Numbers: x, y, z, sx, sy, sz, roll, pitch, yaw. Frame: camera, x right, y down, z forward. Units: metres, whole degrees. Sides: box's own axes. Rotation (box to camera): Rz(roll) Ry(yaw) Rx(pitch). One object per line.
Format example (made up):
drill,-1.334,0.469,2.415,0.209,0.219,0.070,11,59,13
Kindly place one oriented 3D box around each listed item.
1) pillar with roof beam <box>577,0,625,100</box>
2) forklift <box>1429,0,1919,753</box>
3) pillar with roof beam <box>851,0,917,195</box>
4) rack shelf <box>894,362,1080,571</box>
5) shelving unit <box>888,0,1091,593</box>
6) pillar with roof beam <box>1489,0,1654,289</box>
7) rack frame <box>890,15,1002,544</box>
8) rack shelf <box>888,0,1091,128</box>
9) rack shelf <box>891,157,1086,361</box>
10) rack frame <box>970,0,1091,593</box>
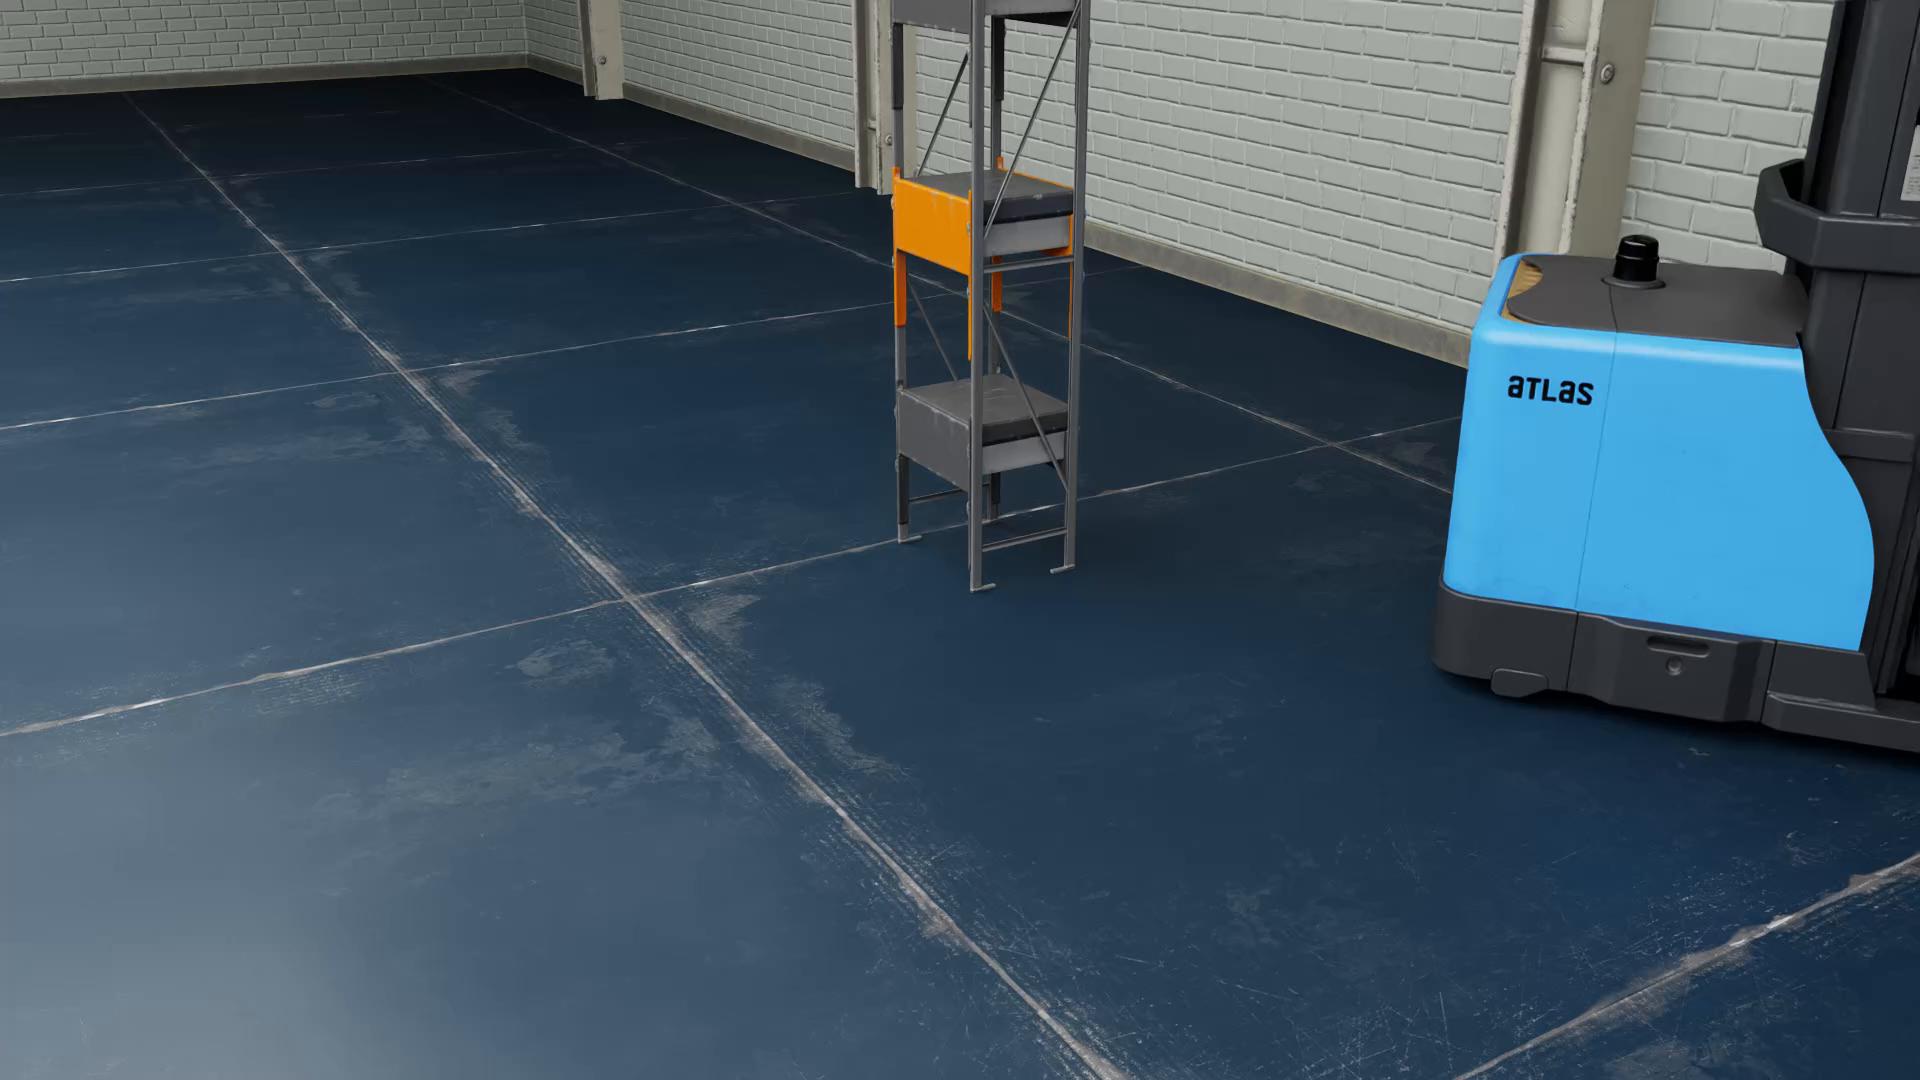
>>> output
pillar with roof beam,-7.302,-7.841,13.151,9.100,9.000,0.400,-13,25,-28
forklift,2.920,-0.899,4.131,3.031,2.935,1.130,8,24,20
pillar with roof beam,-4.237,-5.898,8.372,9.100,9.000,0.400,-13,25,-28
rack shelf,0.085,-0.258,5.553,0.431,0.518,0.480,-13,25,-28
shelving unit,0.085,-0.919,5.284,0.431,2.100,0.503,-13,25,-28
pillar with roof beam,-1.172,-3.956,3.594,9.100,9.000,0.400,-13,25,-28
rack frame,-0.040,-0.998,5.479,0.400,2.100,0.015,-13,25,-28
rack shelf,0.085,-1.555,5.026,0.431,0.518,0.480,-13,25,-28
rack shelf,0.085,-0.906,5.289,0.431,0.518,0.480,-13,25,-28
rack frame,0.209,-0.840,5.090,0.400,2.100,0.015,-13,25,-28
